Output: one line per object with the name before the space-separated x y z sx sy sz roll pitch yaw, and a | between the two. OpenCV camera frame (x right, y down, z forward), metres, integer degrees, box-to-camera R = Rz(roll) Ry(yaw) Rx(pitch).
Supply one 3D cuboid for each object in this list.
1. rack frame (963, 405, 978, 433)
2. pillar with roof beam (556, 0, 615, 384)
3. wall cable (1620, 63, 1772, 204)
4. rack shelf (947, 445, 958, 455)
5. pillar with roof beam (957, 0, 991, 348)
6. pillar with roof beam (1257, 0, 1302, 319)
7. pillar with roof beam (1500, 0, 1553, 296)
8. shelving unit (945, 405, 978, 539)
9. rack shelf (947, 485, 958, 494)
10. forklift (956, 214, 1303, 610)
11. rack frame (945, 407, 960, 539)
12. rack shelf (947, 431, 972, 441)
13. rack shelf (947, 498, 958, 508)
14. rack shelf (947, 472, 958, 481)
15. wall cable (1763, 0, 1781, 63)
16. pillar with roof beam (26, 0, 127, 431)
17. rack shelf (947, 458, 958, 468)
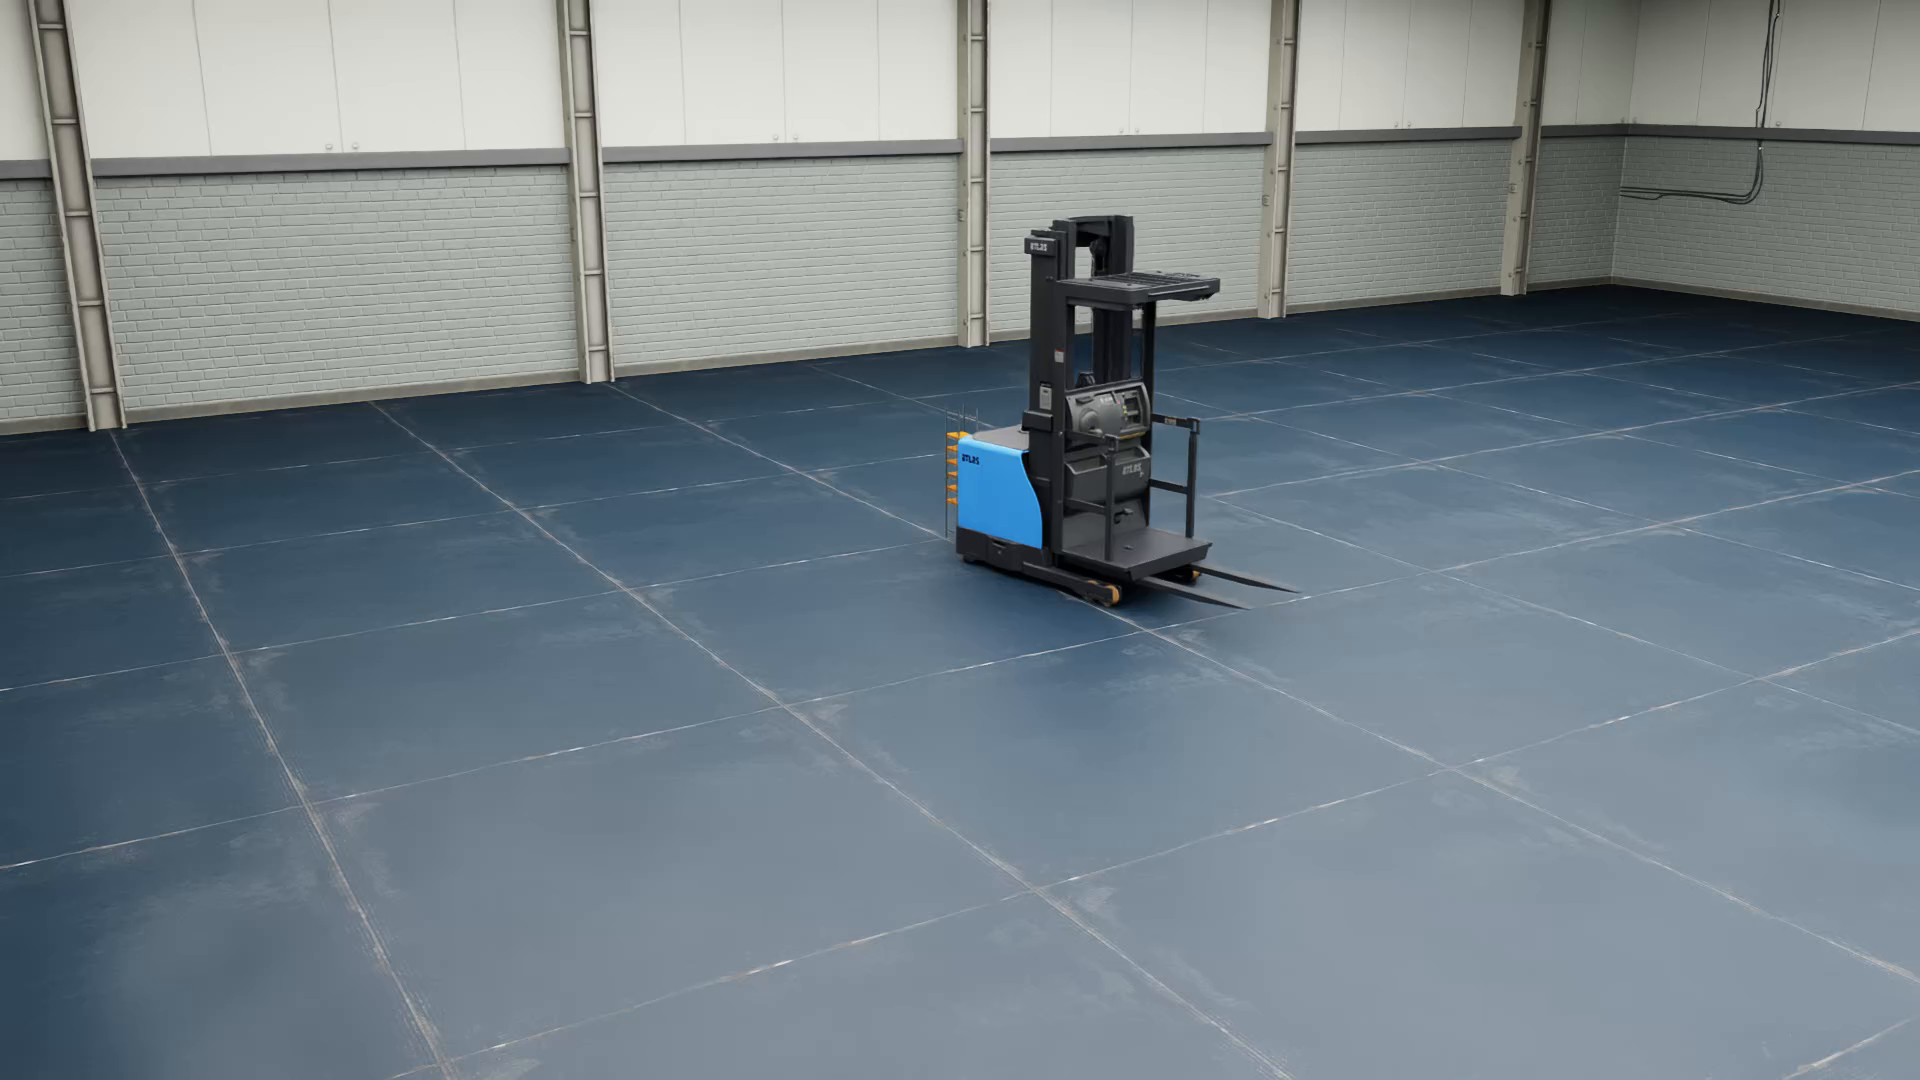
rack frame | 0.091 -0.592 14.800 0.006 1.200 0.240 -9 18 -30
pillar with roof beam | -2.722 -5.504 17.873 0.400 9.000 9.100 -9 18 -30
wall cable | 13.696 -7.611 31.141 0.112 2.526 3.097 -9 18 -30
rack shelf | 0.012 -0.768 14.702 0.180 0.103 0.258 -9 18 -30
pillar with roof beam | 2.421 -6.338 20.848 0.400 9.000 9.100 -9 18 -30
pillar with roof beam | 7.564 -7.172 23.823 0.400 9.000 9.100 -9 18 -30
pillar with roof beam | 12.707 -8.006 26.799 0.400 9.000 9.100 -9 18 -30
shelving unit | 0.012 -0.580 14.755 0.189 1.200 0.258 -9 18 -30
rack shelf | 0.012 -0.421 14.799 0.180 0.103 0.258 -9 18 -30
forklift | 1.341 -1.046 13.211 1.130 2.935 3.031 -14 21 -41
rack frame | -0.066 -0.567 14.710 0.006 1.200 0.240 -9 18 -30
rack shelf | 0.012 -0.884 14.670 0.180 0.103 0.258 -9 18 -30
rack shelf | 0.012 -0.306 14.832 0.180 0.103 0.258 -9 18 -30
rack shelf | 0.012 -0.537 14.767 0.180 0.103 0.258 -9 18 -30
wall cable | 15.090 -9.416 28.226 0.112 2.526 3.097 -9 18 -30
pillar with roof beam | -7.865 -4.670 14.897 0.400 9.000 9.100 -9 18 -30
rack shelf | 0.012 -0.653 14.735 0.180 0.103 0.258 -9 18 -30
